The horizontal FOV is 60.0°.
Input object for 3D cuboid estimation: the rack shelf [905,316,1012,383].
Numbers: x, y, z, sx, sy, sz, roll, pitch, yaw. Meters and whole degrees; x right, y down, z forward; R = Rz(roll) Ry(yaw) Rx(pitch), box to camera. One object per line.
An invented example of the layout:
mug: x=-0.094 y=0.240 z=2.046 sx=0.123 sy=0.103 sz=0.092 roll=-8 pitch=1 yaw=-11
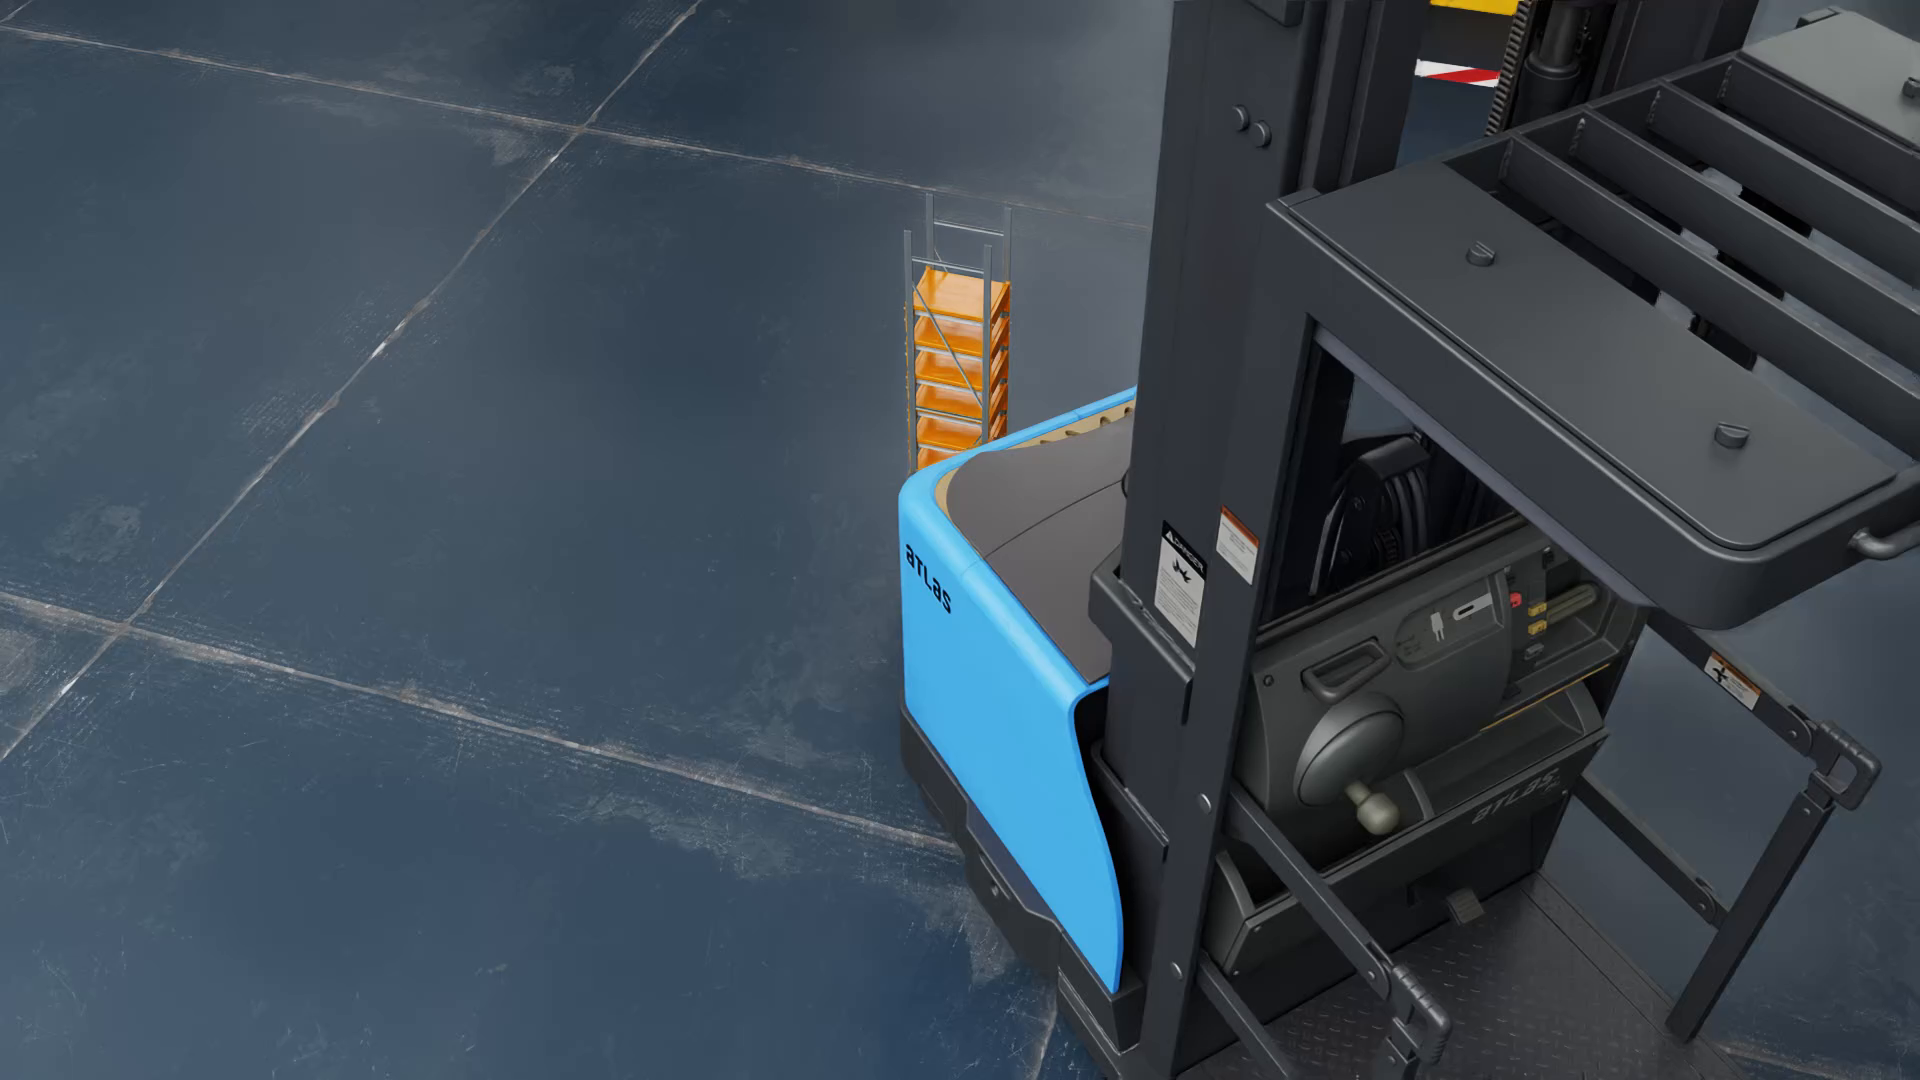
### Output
rack shelf: x=-0.004 y=-0.559 z=4.684 sx=0.258 sy=0.103 sz=0.180 roll=13 pitch=46 yaw=12

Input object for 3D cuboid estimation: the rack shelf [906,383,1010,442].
rack shelf: x=-0.004 y=-0.387 z=4.852 sx=0.258 sy=0.103 sz=0.180 roll=13 pitch=46 yaw=12

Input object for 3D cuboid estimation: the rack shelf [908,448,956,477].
rack shelf: x=-0.004 y=-0.216 z=5.019 sx=0.258 sy=0.103 sz=0.180 roll=13 pitch=46 yaw=12

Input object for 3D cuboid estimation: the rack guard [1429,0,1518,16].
rack guard: x=2.408 y=-2.773 z=7.726 sx=1.175 sy=0.500 sz=0.348 roll=13 pitch=46 yaw=13

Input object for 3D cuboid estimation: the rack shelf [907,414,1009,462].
rack shelf: x=-0.004 y=-0.302 z=4.936 sx=0.258 sy=0.103 sz=0.180 roll=13 pitch=46 yaw=12

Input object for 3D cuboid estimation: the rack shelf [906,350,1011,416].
rack shelf: x=-0.004 y=-0.473 z=4.768 sx=0.258 sy=0.103 sz=0.180 roll=13 pitch=46 yaw=12

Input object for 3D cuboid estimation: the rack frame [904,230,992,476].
rack frame: x=-0.032 y=-0.358 z=4.758 sx=0.240 sy=1.200 sz=0.006 roll=13 pitch=46 yaw=12

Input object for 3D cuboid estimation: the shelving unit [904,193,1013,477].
shelving unit: x=-0.004 y=-0.419 z=4.821 sx=0.258 sy=1.200 sz=0.189 roll=13 pitch=46 yaw=12

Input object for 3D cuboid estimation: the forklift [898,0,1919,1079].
forklift: x=1.014 y=0.296 z=2.851 sx=1.130 sy=2.935 sz=3.031 roll=-22 pitch=49 yaw=-21

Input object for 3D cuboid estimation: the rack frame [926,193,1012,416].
rack frame: x=0.023 y=-0.480 z=4.883 sx=0.240 sy=1.200 sz=0.006 roll=13 pitch=46 yaw=12

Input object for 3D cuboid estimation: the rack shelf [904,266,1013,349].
rack shelf: x=-0.004 y=-0.645 z=4.600 sx=0.258 sy=0.103 sz=0.180 roll=13 pitch=46 yaw=12
